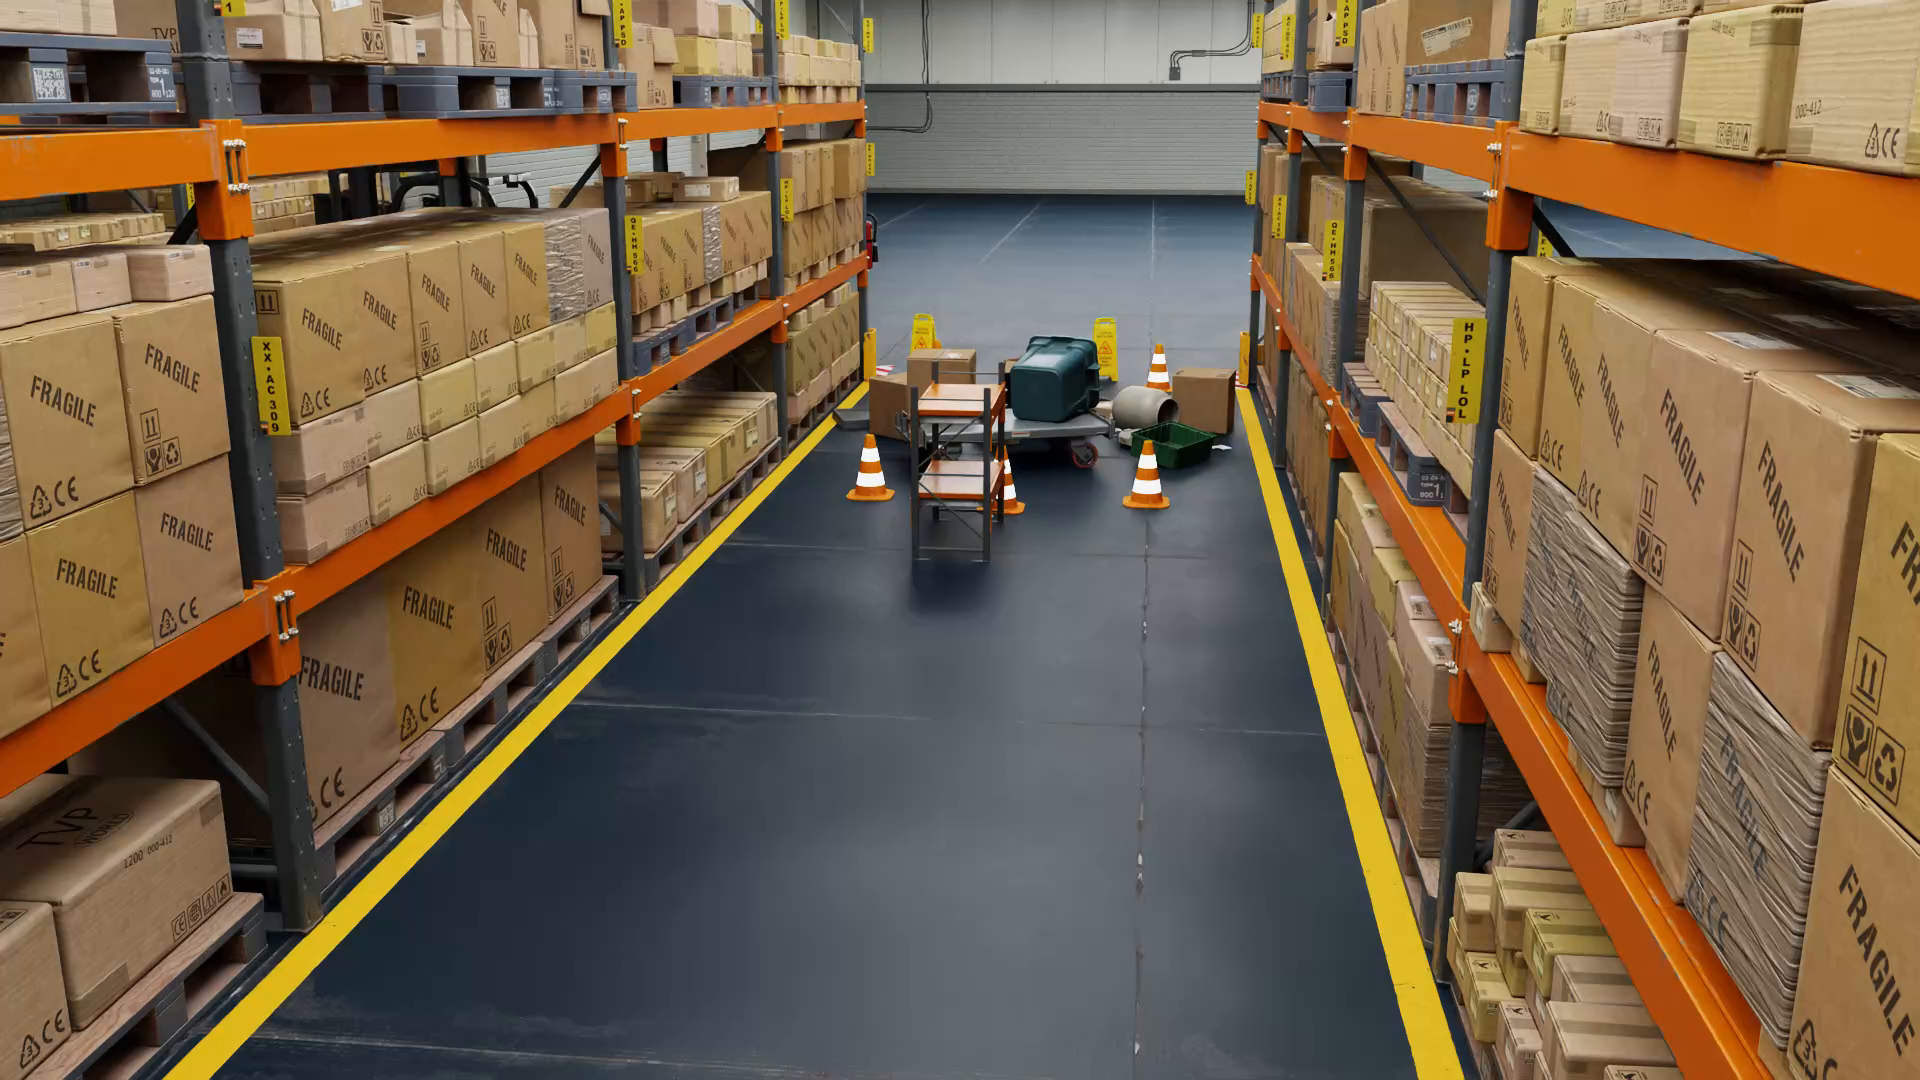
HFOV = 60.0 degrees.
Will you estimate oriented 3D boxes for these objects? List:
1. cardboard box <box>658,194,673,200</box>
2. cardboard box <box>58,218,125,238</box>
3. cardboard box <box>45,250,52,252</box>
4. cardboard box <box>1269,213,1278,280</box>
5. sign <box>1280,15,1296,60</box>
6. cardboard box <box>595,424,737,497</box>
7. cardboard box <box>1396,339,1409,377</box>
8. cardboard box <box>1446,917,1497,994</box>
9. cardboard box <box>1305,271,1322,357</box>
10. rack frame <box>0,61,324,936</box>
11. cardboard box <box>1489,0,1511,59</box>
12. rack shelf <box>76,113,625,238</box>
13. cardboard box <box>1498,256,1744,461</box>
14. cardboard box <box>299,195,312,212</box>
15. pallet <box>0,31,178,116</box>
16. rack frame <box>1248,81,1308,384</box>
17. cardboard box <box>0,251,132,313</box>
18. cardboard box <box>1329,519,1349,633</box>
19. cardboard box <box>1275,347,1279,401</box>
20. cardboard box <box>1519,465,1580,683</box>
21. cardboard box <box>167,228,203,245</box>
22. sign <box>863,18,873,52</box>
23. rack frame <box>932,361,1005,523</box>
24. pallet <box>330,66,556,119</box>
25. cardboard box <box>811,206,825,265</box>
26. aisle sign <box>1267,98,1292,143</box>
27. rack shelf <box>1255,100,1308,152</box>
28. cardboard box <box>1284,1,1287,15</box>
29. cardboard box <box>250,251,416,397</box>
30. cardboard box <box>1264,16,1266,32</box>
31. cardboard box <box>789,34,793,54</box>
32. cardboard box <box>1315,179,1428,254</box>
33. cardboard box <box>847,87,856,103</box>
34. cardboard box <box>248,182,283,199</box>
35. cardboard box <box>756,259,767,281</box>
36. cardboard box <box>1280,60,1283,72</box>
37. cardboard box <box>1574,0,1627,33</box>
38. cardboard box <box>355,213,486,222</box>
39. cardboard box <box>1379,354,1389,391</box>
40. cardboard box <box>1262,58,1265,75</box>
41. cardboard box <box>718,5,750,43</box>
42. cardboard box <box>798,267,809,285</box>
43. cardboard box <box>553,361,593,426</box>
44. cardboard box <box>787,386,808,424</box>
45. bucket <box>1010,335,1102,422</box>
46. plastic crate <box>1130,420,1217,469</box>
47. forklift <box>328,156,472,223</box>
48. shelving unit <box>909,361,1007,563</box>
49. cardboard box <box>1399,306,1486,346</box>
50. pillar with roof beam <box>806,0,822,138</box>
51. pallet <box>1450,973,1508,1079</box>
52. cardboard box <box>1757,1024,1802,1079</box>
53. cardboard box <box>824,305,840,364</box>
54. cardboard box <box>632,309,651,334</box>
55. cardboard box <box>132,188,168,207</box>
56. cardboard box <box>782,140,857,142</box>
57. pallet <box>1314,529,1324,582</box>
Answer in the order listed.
[{"bbox_3d":[-2.311,-2.292,12.325,0.500,0.500,0.500,2,15,6],"label":"cardboard box"},{"bbox_3d":[-6.758,-2.422,12.939,0.380,0.149,0.250,2,15,6],"label":"cardboard box"},{"bbox_3d":[-6.840,-1.923,11.857,0.500,0.250,0.500,2,15,7],"label":"cardboard box"},{"bbox_3d":[3.221,-2.609,14.778,0.875,0.550,0.500,2,15,6],"label":"cardboard box"},{"bbox_3d":[2.461,-3.772,12.478,0.100,0.325,0.005,2,15,6],"label":"sign"},{"bbox_3d":[-2.128,-0.571,11.758,0.950,0.372,0.625,2,15,8],"label":"cardboard box"},{"bbox_3d":[2.195,-0.819,7.551,0.380,0.149,0.250,2,15,6],"label":"cardboard box"},{"bbox_3d":[1.750,1.313,5.218,0.380,0.149,0.250,1,15,4],"label":"cardboard box"},{"bbox_3d":[2.460,-1.415,10.457,0.500,0.500,0.500,1,15,5],"label":"cardboard box"},{"bbox_3d":[-2.819,-0.065,5.657,1.000,3.000,0.127,2,15,6],"label":"rack frame"},{"bbox_3d":[2.415,-2.043,6.222,0.797,0.503,0.637,1,15,6],"label":"cardboard box"},{"bbox_3d":[-2.594,-1.685,7.278,1.077,0.370,4.000,2,15,6],"label":"rack shelf"},{"bbox_3d":[1.817,-0.510,4.626,0.500,0.500,0.500,2,15,8],"label":"cardboard box"},{"bbox_3d":[-6.397,-3.191,15.781,0.380,0.149,0.250,2,15,6],"label":"cardboard box"},{"bbox_3d":[-2.922,-1.259,4.494,1.003,0.211,1.213,2,15,6],"label":"pallet"},{"bbox_3d":[3.464,-3.058,16.725,1.000,3.000,0.127,2,15,6],"label":"rack frame"},{"bbox_3d":[-2.676,-0.755,4.858,0.380,0.149,0.250,2,15,8],"label":"cardboard box"},{"bbox_3d":[2.228,0.197,8.672,0.500,0.500,0.500,1,15,4],"label":"cardboard box"},{"bbox_3d":[3.251,-1.593,14.571,0.875,0.875,0.875,2,15,7],"label":"cardboard box"},{"bbox_3d":[1.755,0.112,4.240,0.500,0.500,0.500,2,15,6],"label":"cardboard box"},{"bbox_3d":[-6.540,-2.441,14.252,0.500,0.500,0.500,1,15,5],"label":"cardboard box"},{"bbox_3d":[-0.916,-5.031,16.580,0.100,0.325,0.005,2,15,6],"label":"sign"},{"bbox_3d":[0.057,-0.673,11.496,0.500,1.125,0.032,2,15,6],"label":"rack frame"},{"bbox_3d":[-2.511,-2.001,7.431,1.003,0.211,1.213,2,15,9],"label":"pallet"},{"bbox_3d":[-1.487,-2.699,14.634,0.500,0.500,0.500,2,15,6],"label":"cardboard box"},{"bbox_3d":[3.174,-4.340,16.486,0.394,0.787,0.004,2,15,6],"label":"aisle sign"},{"bbox_3d":[3.239,-3.640,14.509,1.077,0.370,4.000,2,15,6],"label":"rack shelf"},{"bbox_3d":[2.824,-4.283,13.466,0.380,0.149,0.250,2,15,7],"label":"cardboard box"},{"bbox_3d":[-2.454,-0.835,6.395,0.500,0.500,0.500,2,15,6],"label":"cardboard box"},{"bbox_3d":[3.111,-4.944,15.909,0.380,0.149,0.250,2,15,7],"label":"cardboard box"},{"bbox_3d":[-1.557,-3.992,13.387,0.380,0.149,0.250,2,15,8],"label":"cardboard box"},{"bbox_3d":[2.907,-2.289,11.774,0.700,0.500,0.500,1,15,5],"label":"cardboard box"},{"bbox_3d":[-1.223,-4.338,16.193,0.380,0.149,0.250,2,15,7],"label":"cardboard box"},{"bbox_3d":[-6.452,-3.201,15.249,0.380,0.149,0.250,2,15,6],"label":"cardboard box"},{"bbox_3d":[-1.701,-2.080,12.785,0.380,0.149,0.250,2,15,7],"label":"cardboard box"},{"bbox_3d":[2.821,-3.901,13.581,0.380,0.149,0.250,2,15,6],"label":"cardboard box"},{"bbox_3d":[1.757,-1.316,3.864,0.500,0.250,0.500,2,15,6],"label":"cardboard box"},{"bbox_3d":[-2.713,-1.384,8.427,0.500,0.500,0.500,2,15,6],"label":"cardboard box"},{"bbox_3d":[2.250,-0.815,8.106,0.380,0.149,0.250,2,15,9],"label":"cardboard box"},{"bbox_3d":[3.107,-4.556,16.004,0.380,0.149,0.250,2,15,7],"label":"cardboard box"},{"bbox_3d":[-1.856,-3.806,12.269,0.500,0.250,0.500,2,15,8],"label":"cardboard box"},{"bbox_3d":[-1.523,-2.291,14.370,0.380,0.149,0.250,2,15,8],"label":"cardboard box"},{"bbox_3d":[-2.209,-0.759,8.508,0.500,0.250,0.500,2,15,7],"label":"cardboard box"},{"bbox_3d":[-1.582,-1.161,14.171,0.500,0.250,0.500,1,15,4],"label":"cardboard box"},{"bbox_3d":[0.738,-1.277,13.499,0.726,0.611,0.620,7,27,25],"label":"bucket"},{"bbox_3d":[1.731,-0.775,13.557,0.450,0.188,0.662,22,25,31],"label":"plastic crate"},{"bbox_3d":[-4.631,-2.232,13.802,1.130,2.935,3.031,-8,17,-28],"label":"forklift"},{"bbox_3d":[-0.001,-0.541,11.009,0.538,1.125,1.048,2,15,6],"label":"shelving unit"},{"bbox_3d":[2.198,-0.965,7.523,0.380,0.149,0.250,2,15,9],"label":"cardboard box"},{"bbox_3d":[0.291,-13.719,44.657,9.100,9.000,0.400,2,15,6],"label":"pillar with roof beam"},{"bbox_3d":[2.070,1.576,4.931,1.003,0.211,1.213,2,15,6],"label":"pallet"},{"bbox_3d":[1.558,0.857,2.728,0.380,0.149,0.250,1,15,4],"label":"cardboard box"},{"bbox_3d":[-1.416,-1.933,15.592,0.500,0.500,0.500,1,15,5],"label":"cardboard box"},{"bbox_3d":[-2.081,-1.335,10.031,0.380,0.149,0.250,1,15,3],"label":"cardboard box"},{"bbox_3d":[-7.044,-2.946,14.306,0.380,0.149,0.250,1,15,5],"label":"cardboard box"},{"bbox_3d":[-1.371,-3.582,15.986,0.700,0.500,0.500,2,15,7],"label":"cardboard box"},{"bbox_3d":[2.726,0.161,10.163,1.003,0.211,1.213,2,15,6],"label":"pallet"}]
